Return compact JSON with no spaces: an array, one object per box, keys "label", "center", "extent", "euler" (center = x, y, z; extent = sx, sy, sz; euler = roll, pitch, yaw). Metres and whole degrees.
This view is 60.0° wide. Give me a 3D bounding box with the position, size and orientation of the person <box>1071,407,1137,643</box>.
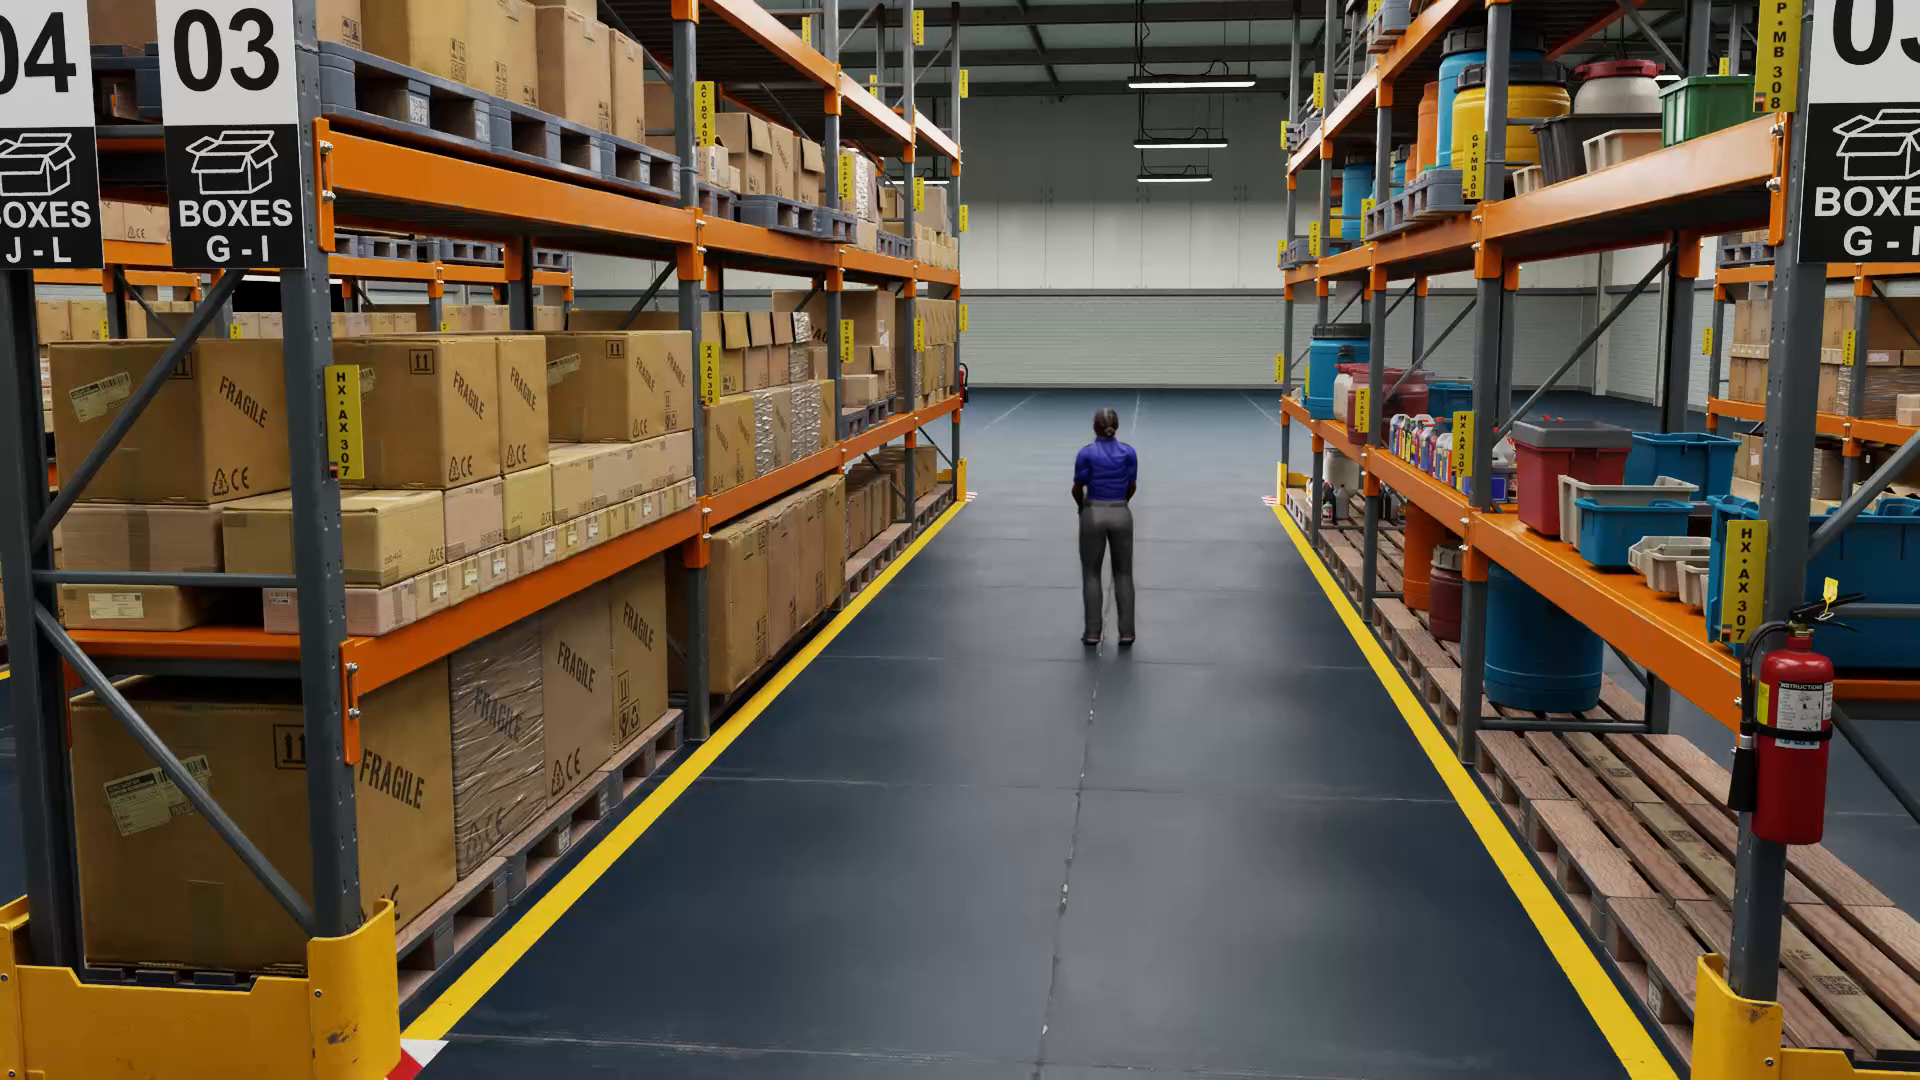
[{"label":"person","center":[1.015,-0.113,11.653],"extent":[0.474,1.656,0.503],"euler":[-1,8,-5]}]
